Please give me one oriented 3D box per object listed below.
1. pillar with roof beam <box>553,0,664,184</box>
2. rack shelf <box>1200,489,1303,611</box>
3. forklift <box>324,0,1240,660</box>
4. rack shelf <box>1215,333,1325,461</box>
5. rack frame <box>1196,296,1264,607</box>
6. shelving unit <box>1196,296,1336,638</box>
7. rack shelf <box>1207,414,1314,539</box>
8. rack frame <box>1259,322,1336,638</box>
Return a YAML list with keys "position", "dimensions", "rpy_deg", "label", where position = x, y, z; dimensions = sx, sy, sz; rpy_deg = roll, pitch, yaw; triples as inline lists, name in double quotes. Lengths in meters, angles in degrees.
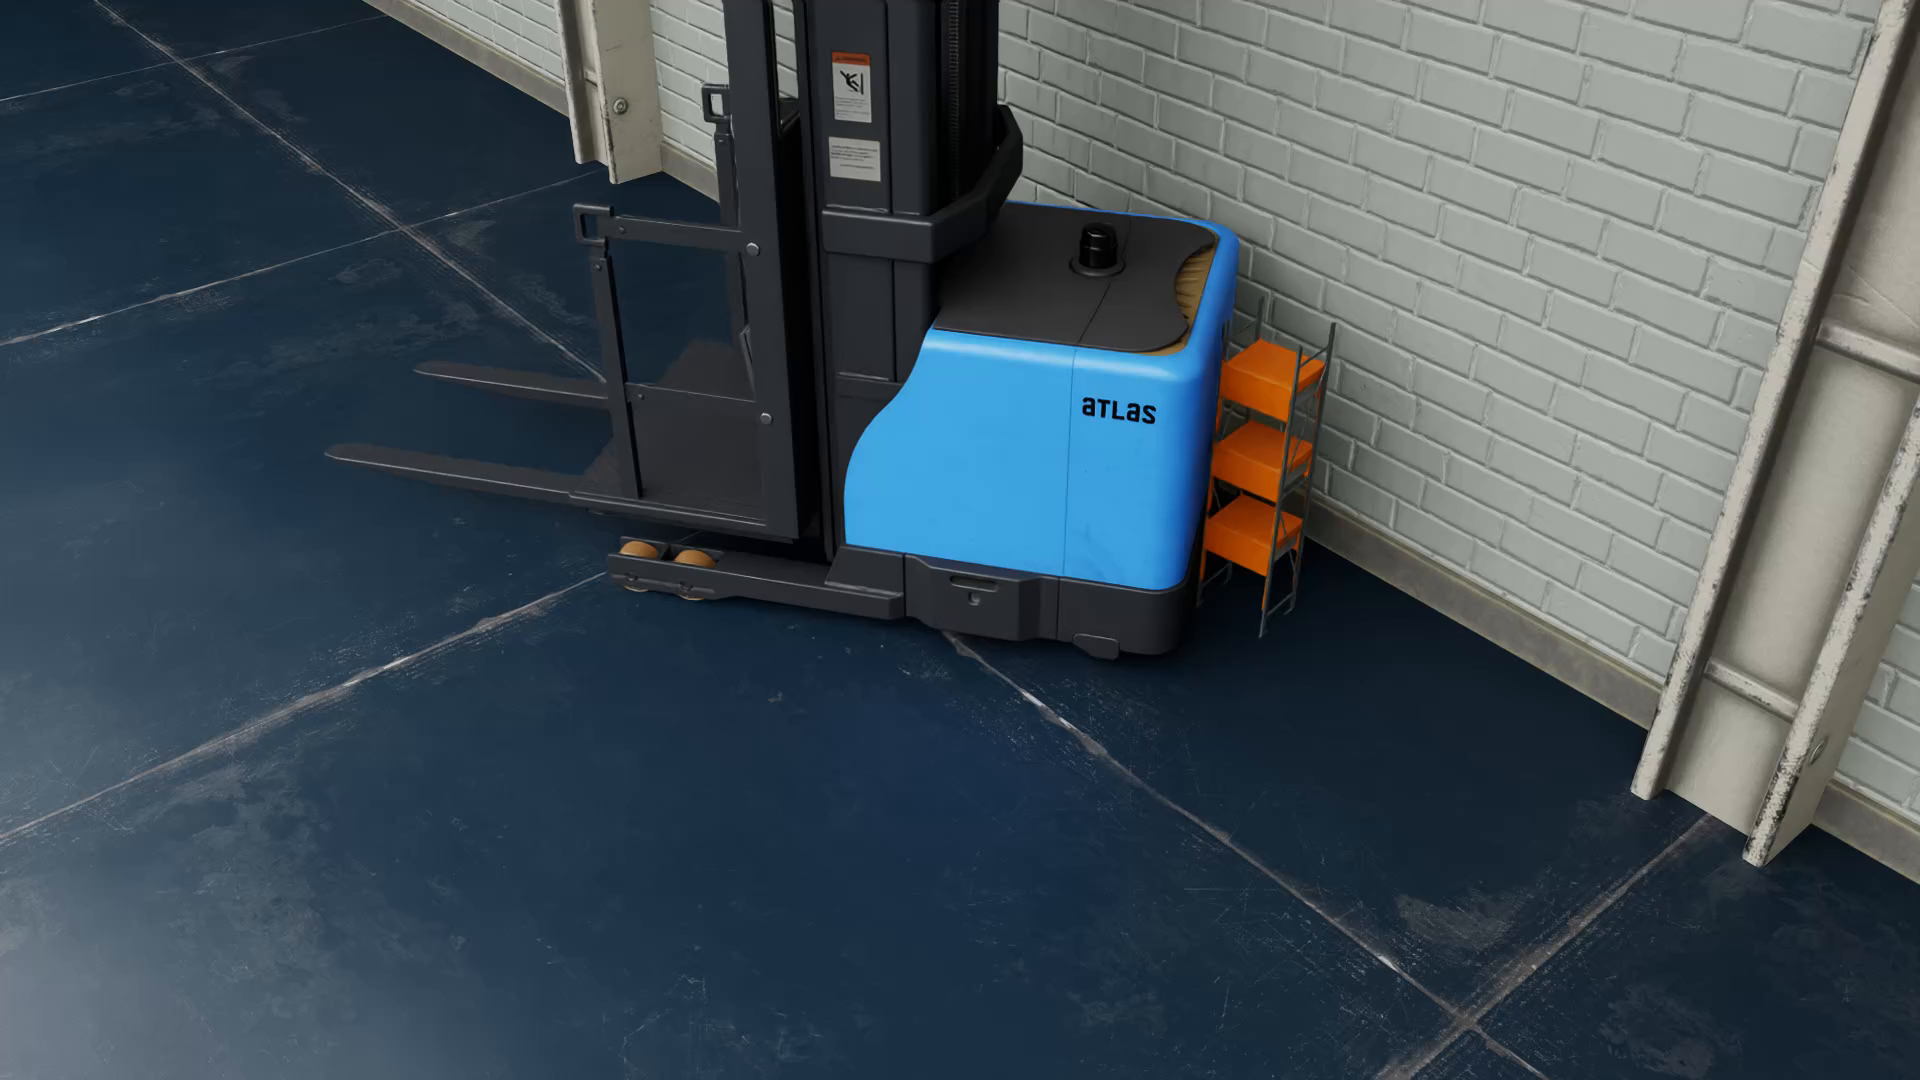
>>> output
- position: [-5.007, -3.972, 3.572]
  dimensions: [9.100, 9.000, 0.400]
  rpy_deg: [-26, 43, -32]
  label: "pillar with roof beam"
- position: [0.932, 0.028, 5.301]
  dimensions: [0.240, 0.259, 0.215]
  rpy_deg: [26, 43, 32]
  label: "rack shelf"
- position: [-0.667, -1.281, 5.023]
  dimensions: [3.031, 2.935, 1.130]
  rpy_deg: [8, 36, 12]
  label: "forklift"
- position: [0.932, -0.430, 4.976]
  dimensions: [0.240, 0.259, 0.215]
  rpy_deg: [26, 43, 32]
  label: "rack shelf"
- position: [0.839, -0.253, 5.199]
  dimensions: [0.008, 1.050, 0.200]
  rpy_deg: [26, 43, 32]
  label: "rack frame"
- position: [0.932, -0.207, 5.134]
  dimensions: [0.252, 1.050, 0.215]
  rpy_deg: [26, 43, 32]
  label: "shelving unit"
- position: [0.932, -0.199, 5.140]
  dimensions: [0.240, 0.259, 0.215]
  rpy_deg: [26, 43, 32]
  label: "rack shelf"
- position: [1.024, -0.161, 5.069]
  dimensions: [0.008, 1.050, 0.200]
  rpy_deg: [26, 43, 32]
  label: "rack frame"
